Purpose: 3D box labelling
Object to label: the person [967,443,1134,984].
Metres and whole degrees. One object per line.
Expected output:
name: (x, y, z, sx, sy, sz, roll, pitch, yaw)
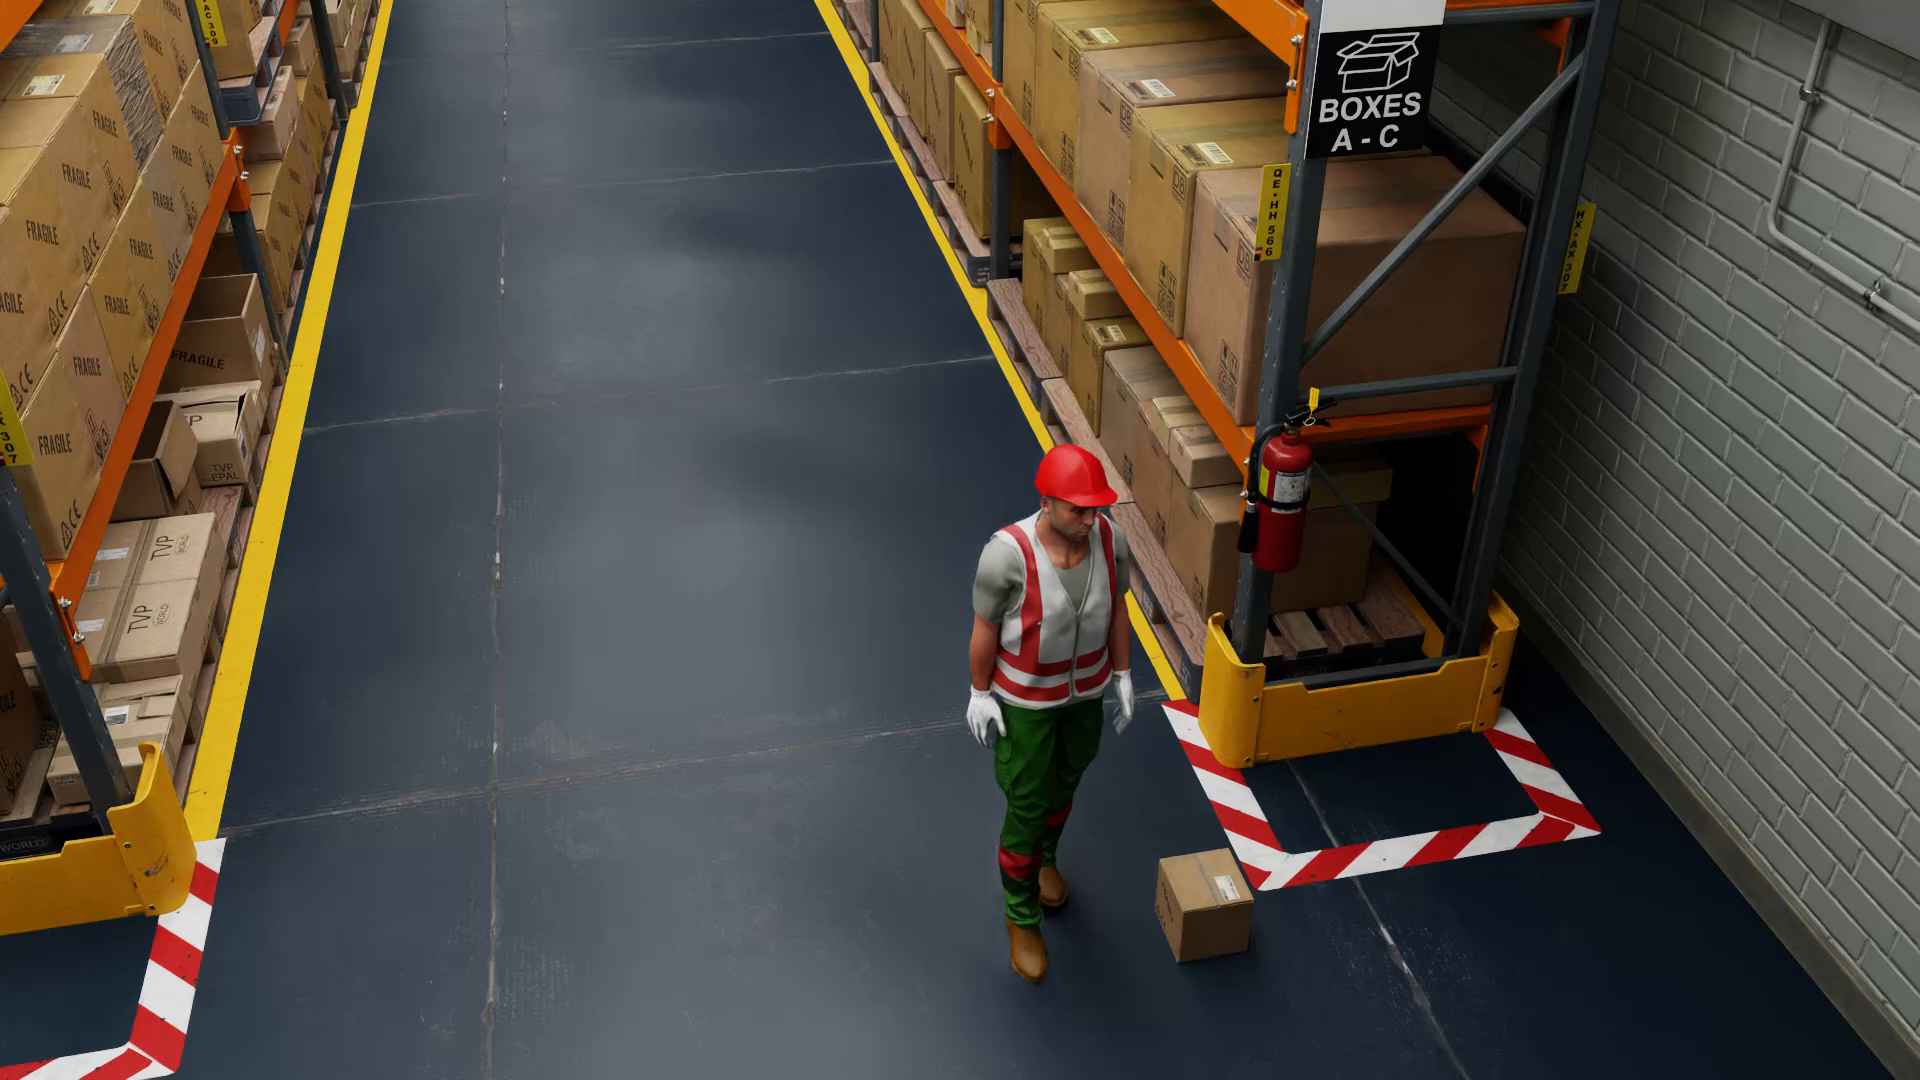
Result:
person: (0.339, 0.538, 5.316, 0.560, 1.799, 0.560, -15, 37, -21)
